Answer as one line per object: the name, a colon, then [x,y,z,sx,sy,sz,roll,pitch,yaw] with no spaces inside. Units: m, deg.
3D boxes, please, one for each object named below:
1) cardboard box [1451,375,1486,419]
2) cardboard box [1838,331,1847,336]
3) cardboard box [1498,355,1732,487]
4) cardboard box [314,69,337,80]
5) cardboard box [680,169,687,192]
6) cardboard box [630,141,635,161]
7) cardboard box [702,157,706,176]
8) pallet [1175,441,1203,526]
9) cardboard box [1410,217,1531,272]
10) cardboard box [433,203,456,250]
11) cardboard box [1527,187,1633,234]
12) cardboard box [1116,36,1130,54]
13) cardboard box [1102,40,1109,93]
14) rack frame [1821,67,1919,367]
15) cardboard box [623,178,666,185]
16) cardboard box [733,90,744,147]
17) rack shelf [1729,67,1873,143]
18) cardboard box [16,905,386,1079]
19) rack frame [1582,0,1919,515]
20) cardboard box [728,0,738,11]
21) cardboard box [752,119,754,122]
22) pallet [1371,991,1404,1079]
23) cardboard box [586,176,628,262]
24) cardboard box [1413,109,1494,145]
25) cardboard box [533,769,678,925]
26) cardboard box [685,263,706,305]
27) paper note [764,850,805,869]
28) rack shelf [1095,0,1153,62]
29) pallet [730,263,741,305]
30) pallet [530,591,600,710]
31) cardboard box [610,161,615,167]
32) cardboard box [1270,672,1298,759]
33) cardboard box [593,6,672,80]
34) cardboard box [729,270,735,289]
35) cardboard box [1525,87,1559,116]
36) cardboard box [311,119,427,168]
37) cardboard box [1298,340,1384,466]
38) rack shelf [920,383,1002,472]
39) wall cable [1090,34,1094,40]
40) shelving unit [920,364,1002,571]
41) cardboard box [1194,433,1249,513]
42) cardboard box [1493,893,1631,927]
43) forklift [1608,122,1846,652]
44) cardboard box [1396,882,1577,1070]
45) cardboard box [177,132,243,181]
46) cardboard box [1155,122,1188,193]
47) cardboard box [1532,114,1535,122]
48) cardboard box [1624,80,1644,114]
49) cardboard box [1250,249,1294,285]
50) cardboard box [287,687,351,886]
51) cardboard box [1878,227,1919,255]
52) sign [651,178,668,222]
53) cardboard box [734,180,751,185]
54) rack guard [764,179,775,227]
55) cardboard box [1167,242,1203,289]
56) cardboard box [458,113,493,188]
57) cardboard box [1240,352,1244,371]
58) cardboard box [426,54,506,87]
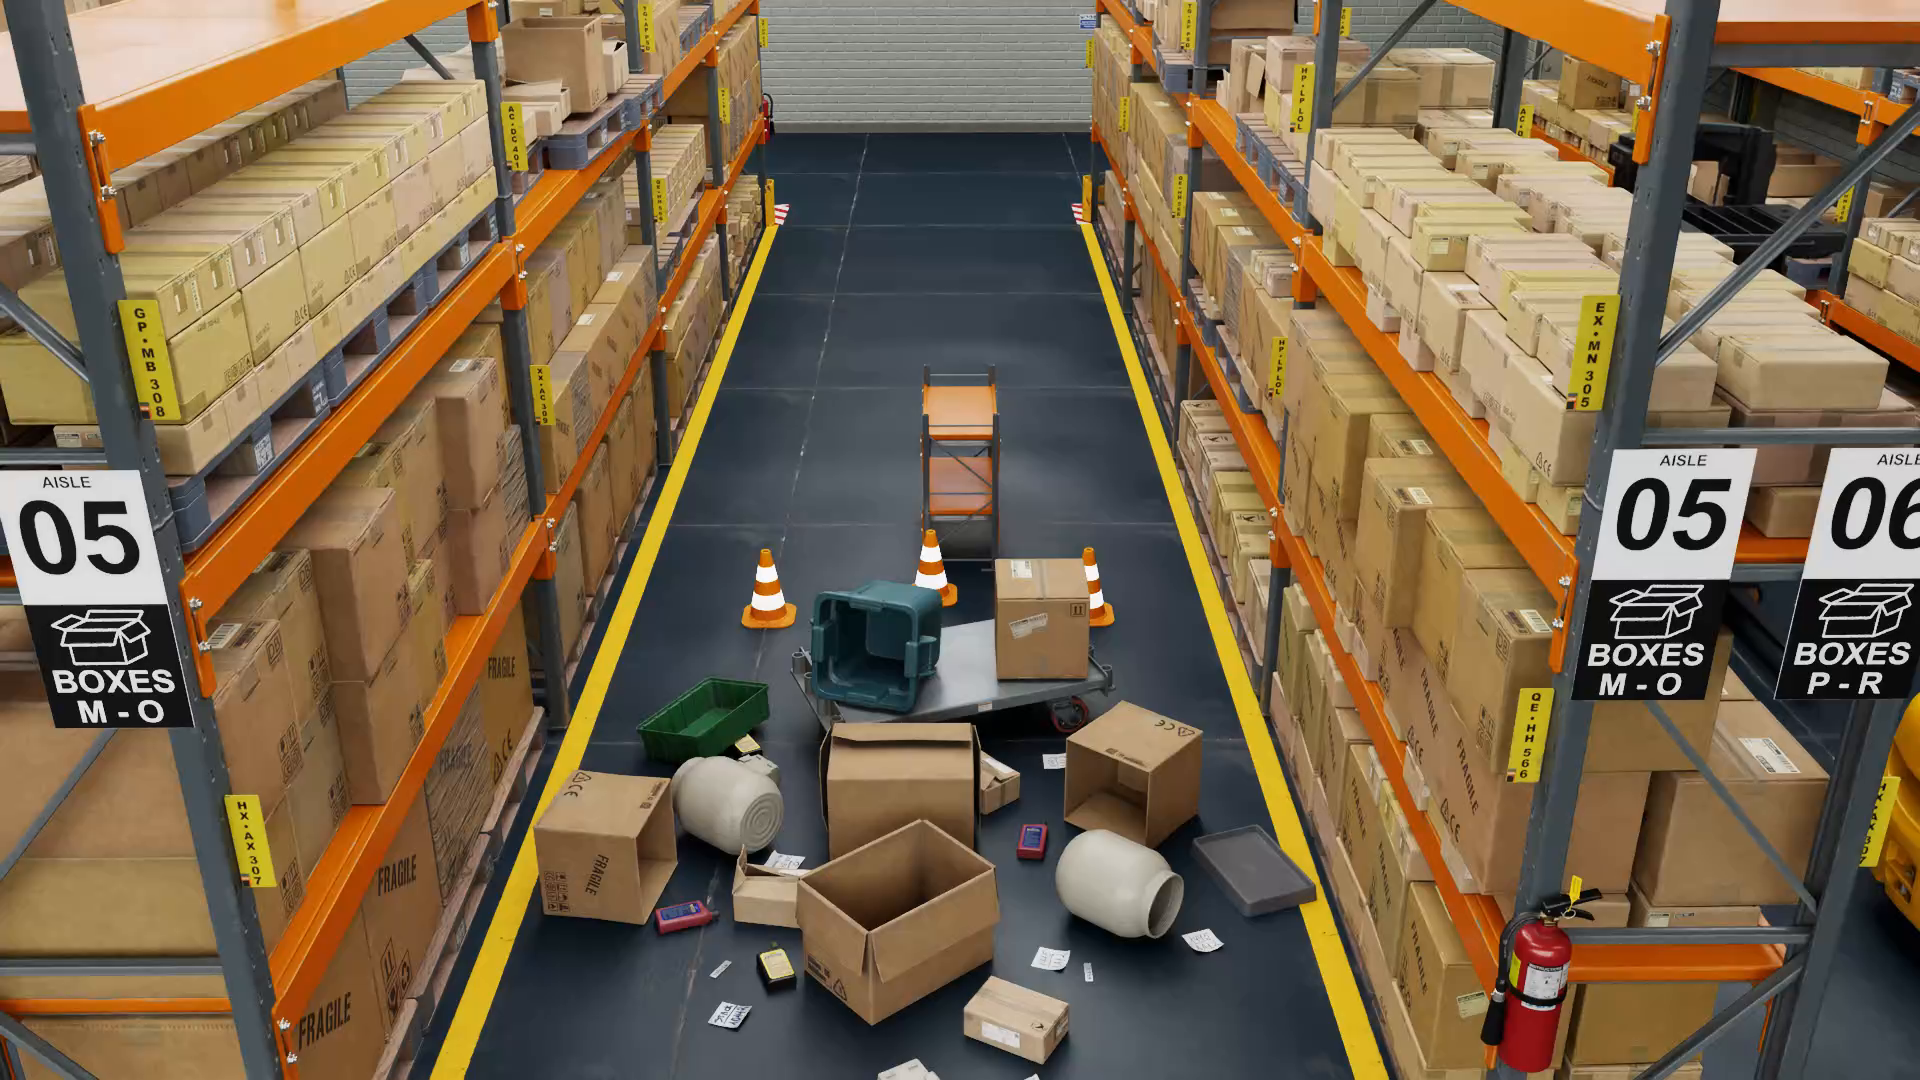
cardboard box: [1.999,-0.549,5.989,0.380,0.149,0.250,0,24,-1]
cardboard box: [6.891,-1.602,13.390,0.380,0.149,0.250,-1,24,-3]
cardboard box: [1.999,-0.375,5.121,0.500,0.250,0.500,-1,24,-1]
cardboard box: [-7.542,-5.490,19.159,0.500,0.500,0.500,0,24,0]
cardboard box: [-2.586,-3.119,14.440,0.380,0.149,0.250,0,24,0]
cardboard box: [-3.262,-3.661,15.638,0.380,0.149,0.250,0,24,0]
cardboard box: [-2.604,-3.527,15.703,0.380,0.149,0.250,-1,24,-2]
pallet: [2.193,-0.436,12.457,1.003,0.211,1.213,0,24,-1]
cardboard box: [1.924,-1.117,6.277,0.380,0.149,0.250,0,24,1]
cardboard box: [-2.385,-1.341,7.109,0.380,0.149,0.250,0,24,0]
cardboard box: [2.533,-1.332,6.751,0.380,0.149,0.250,0,24,0]
cardboard box: [1.853,-5.227,17.545,0.380,0.149,0.250,0,24,-1]
cardboard box: [1.846,-5.202,18.277,0.500,0.500,0.500,0,24,-1]
rack frame: [7.150,-2.052,12.647,1.000,3.000,0.127,0,24,-1]
cardboard box: [-2.580,-2.825,13.429,0.380,0.149,0.250,-1,24,-3]
cardboard box: [-2.541,-4.410,17.379,0.500,0.500,0.500,-1,24,-2]
rack shelf: [7.128,-3.915,14.000,1.077,0.370,4.000,0,24,-1]
cardboard box: [-2.748,1.830,6.133,0.875,0.875,0.875,0,24,0]
rack frame: [2.274,-1.465,4.070,1.000,3.000,0.127,0,24,-1]
cardboard box: [-2.548,-5.524,16.866,0.500,0.250,0.500,1,24,2]
cardboard box: [-2.598,-4.911,19.273,0.380,0.149,0.250,0,24,-1]
pallet: [2.299,2.173,6.690,1.003,0.211,1.213,0,24,-1]
cardboard box: [-2.767,-2.280,11.818,0.700,0.500,0.500,0,24,-1]
cardboard box: [2.625,-2.112,8.813,0.500,0.250,0.500,-1,24,-2]
cardboard box: [-1.676,1.457,7.919,0.500,0.500,0.500,4,25,9]
cardboard box: [-2.533,-2.271,14.746,0.500,0.250,0.500,-1,24,-3]
paper note: [-0.874,1.592,8.203,0.172,0.023,0.155,8,26,18]
rack shelf: [2.121,-5.540,17.591,1.077,0.370,4.000,0,24,-1]
pallet: [-2.849,-2.619,17.284,1.003,0.211,1.213,0,24,-1]
pallet: [-2.802,0.637,10.086,1.003,0.211,1.213,0,24,-1]
cardboard box: [-3.249,-3.367,14.629,0.380,0.149,0.250,0,24,-1]
cardboard box: [1.966,0.926,8.890,0.500,0.250,0.500,-1,24,-3]
cardboard box: [-2.515,-3.819,12.793,0.500,0.500,0.500,0,24,-1]
cardboard box: [-2.489,-2.656,16.934,0.380,0.149,0.250,-1,24,-3]
cardboard box: [6.804,-5.020,19.030,0.500,0.250,0.500,0,24,0]
cardboard box: [-2.384,-1.602,6.718,0.380,0.149,0.250,0,24,0]
cardboard box: [2.002,-0.624,7.794,0.700,0.500,0.500,0,24,0]
rack shelf: [0.000,-0.782,11.404,0.538,0.278,1.000,0,24,-1]
wall cable: [2.014,-8.125,24.805,0.585,1.953,0.123,0,24,-1]
shelving unit: [0.000,-0.515,11.524,0.538,1.125,1.048,0,24,-1]
cardboard box: [2.199,-0.485,11.862,0.950,0.372,0.625,-1,24,-2]
cardboard box: [2.056,1.230,5.696,0.380,0.149,0.250,1,24,1]
forklift: [4.597,-1.019,10.447,1.130,2.935,3.031,0,24,0]
cardboard box: [2.004,1.659,6.359,0.500,0.500,0.500,0,24,0]
cardboard box: [-3.039,-1.493,6.477,0.380,0.149,0.250,0,24,-1]
cardboard box: [1.907,-3.157,13.756,0.500,0.500,0.500,0,24,-1]
cardboard box: [6.841,-4.993,19.454,0.380,0.149,0.250,0,24,1]
cardboard box: [7.356,-4.724,17.466,0.500,0.500,0.500,-1,24,-2]
cardboard box: [1.952,-1.634,9.944,0.380,0.149,0.250,-1,24,-3]
cardboard box: [-2.752,0.885,5.972,0.875,0.550,0.550,0,24,-1]
cardboard box: [6.863,-2.151,11.957,0.380,0.149,0.250,0,24,1]
sign: [-2.207,-2.496,12.223,0.100,0.325,0.005,0,24,-1]
cardboard box: [-2.645,-4.104,19.411,0.380,0.149,0.250,0,24,0]
rack guard: [-2.849,-4.091,20.188,1.175,0.500,0.348,0,24,-1]
cardboard box: [1.921,-2.167,13.084,0.500,0.250,0.500,-1,24,-2]
cardboard box: [-2.457,-1.785,7.607,0.500,0.250,0.500,-1,24,-1]
cardboard box: [1.952,-1.088,10.311,0.380,0.149,0.250,0,24,-1]
cardboard box: [-2.963,-2.810,10.160,0.500,0.311,0.500,-1,24,-1]
